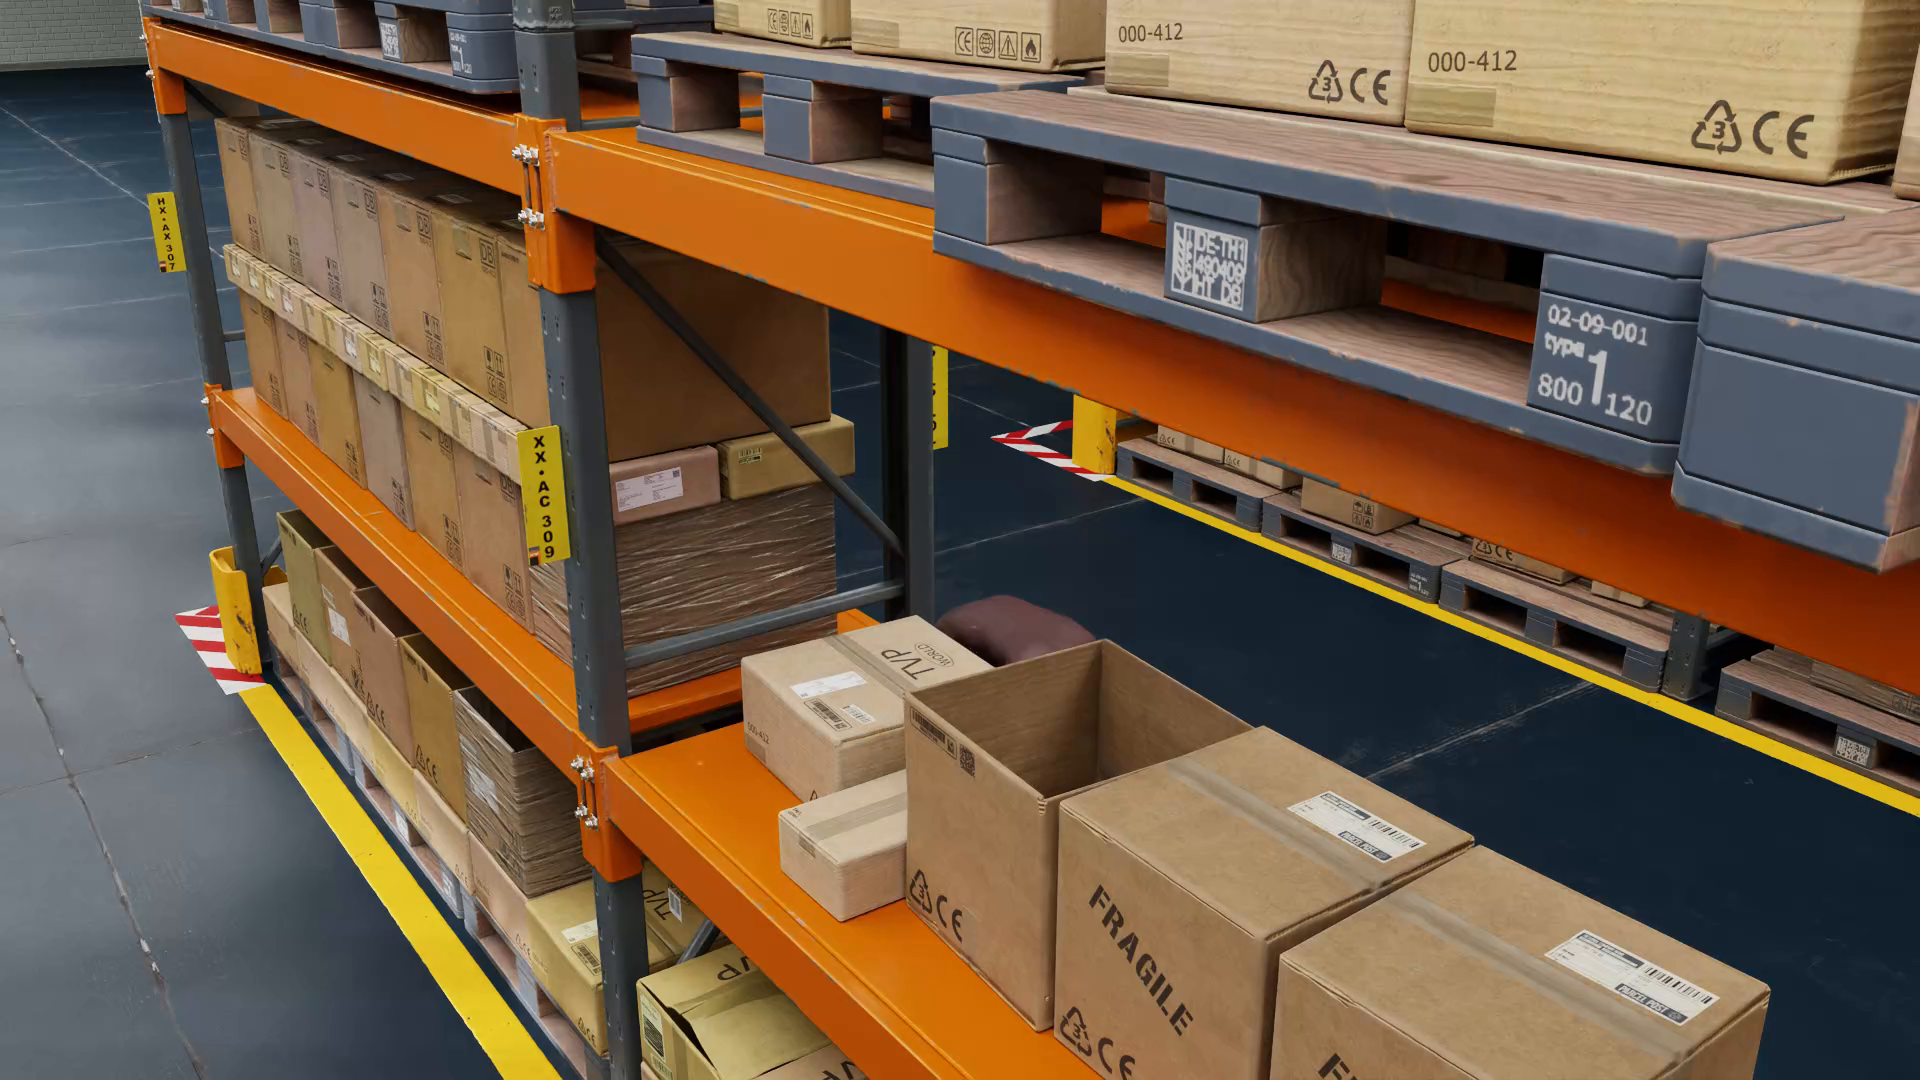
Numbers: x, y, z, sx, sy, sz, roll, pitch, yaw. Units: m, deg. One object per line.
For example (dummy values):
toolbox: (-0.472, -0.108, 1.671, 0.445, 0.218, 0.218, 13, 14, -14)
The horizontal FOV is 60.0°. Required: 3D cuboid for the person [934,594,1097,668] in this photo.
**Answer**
person: (0.260, 0.674, 6.209, 0.581, 0.843, 0.952, -15, 26, -34)
